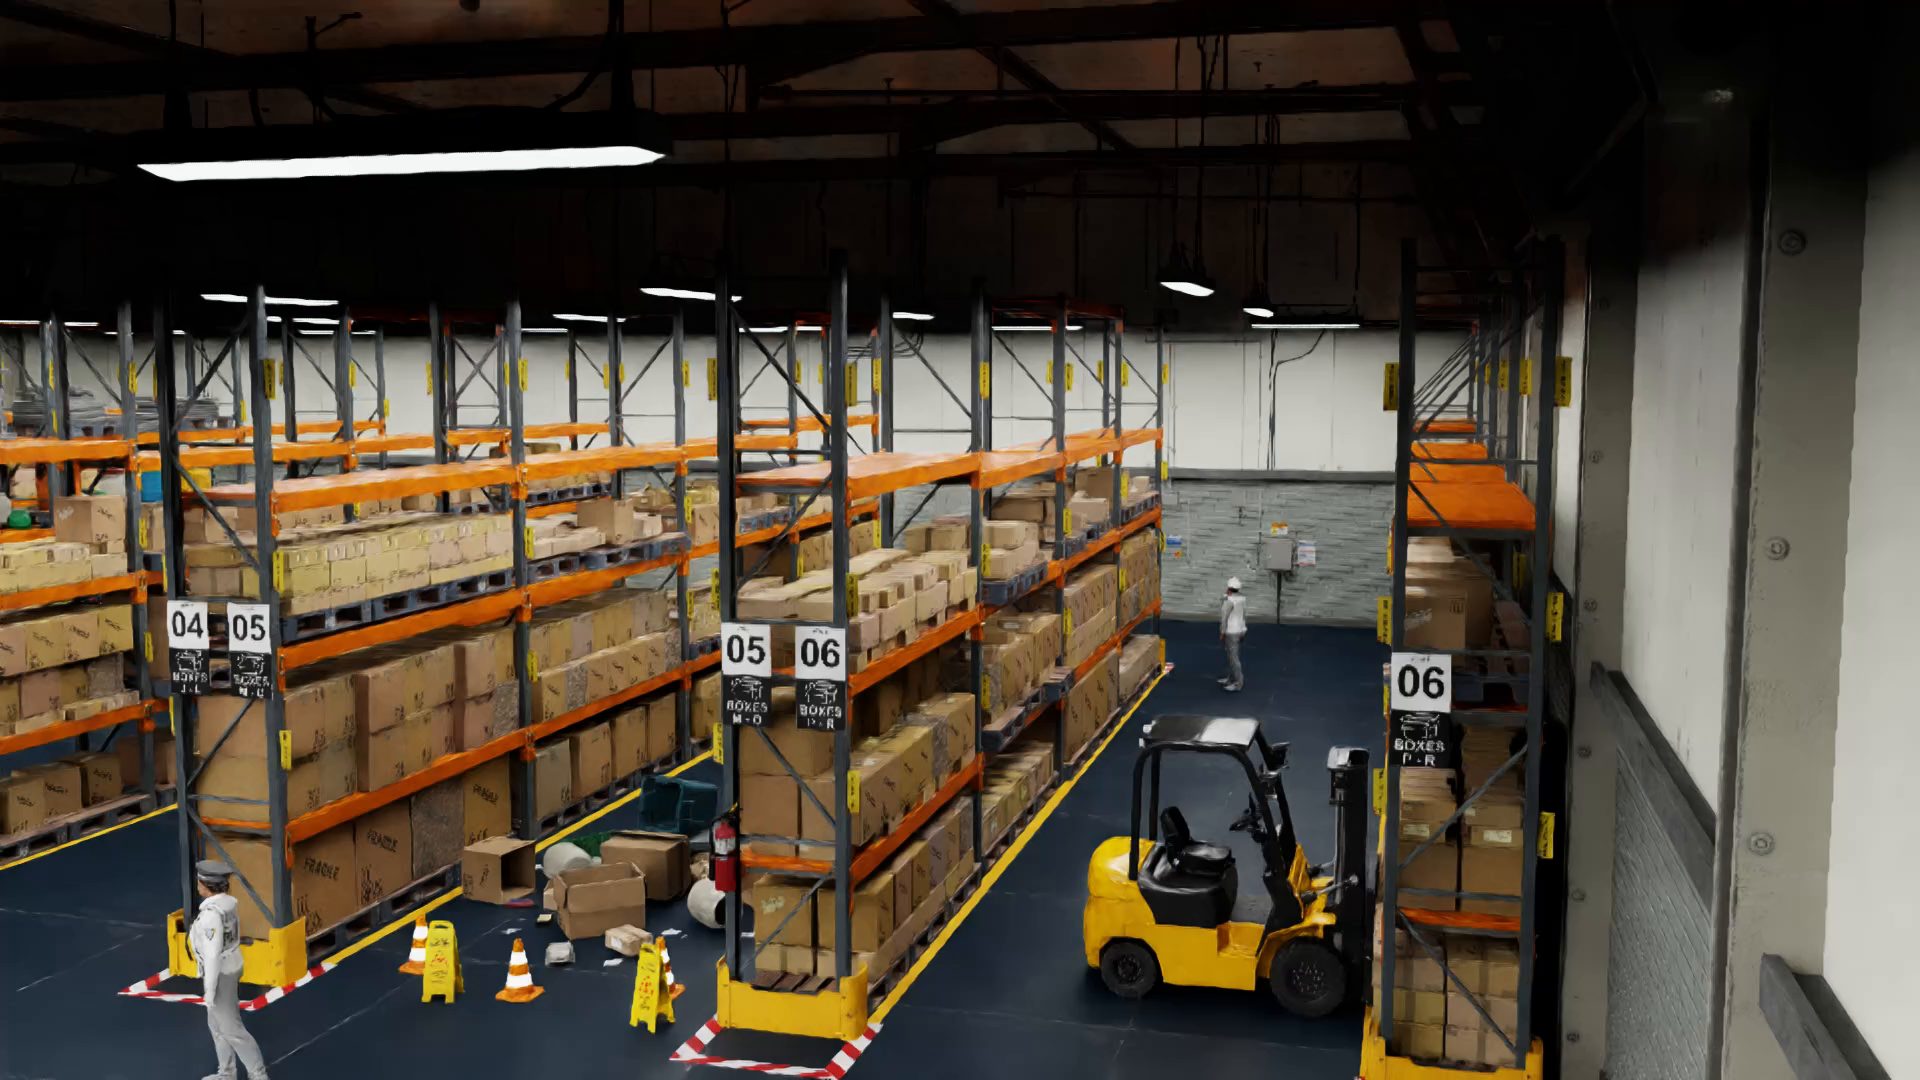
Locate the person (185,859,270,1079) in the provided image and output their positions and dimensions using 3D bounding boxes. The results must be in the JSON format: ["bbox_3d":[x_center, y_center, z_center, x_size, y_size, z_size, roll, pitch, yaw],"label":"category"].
[{"bbox_3d":[-5.189,3.102,11.818,0.515,1.665,0.568,-1,6,-10],"label":"person"}]

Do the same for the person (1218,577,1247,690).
[{"bbox_3d":[4.328,1.470,26.512,0.581,1.768,0.640,5,8,38],"label":"person"}]

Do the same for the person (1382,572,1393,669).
[{"bbox_3d":[7.489,1.324,28.083,0.596,1.771,0.691,-1,6,-13],"label":"person"}]
